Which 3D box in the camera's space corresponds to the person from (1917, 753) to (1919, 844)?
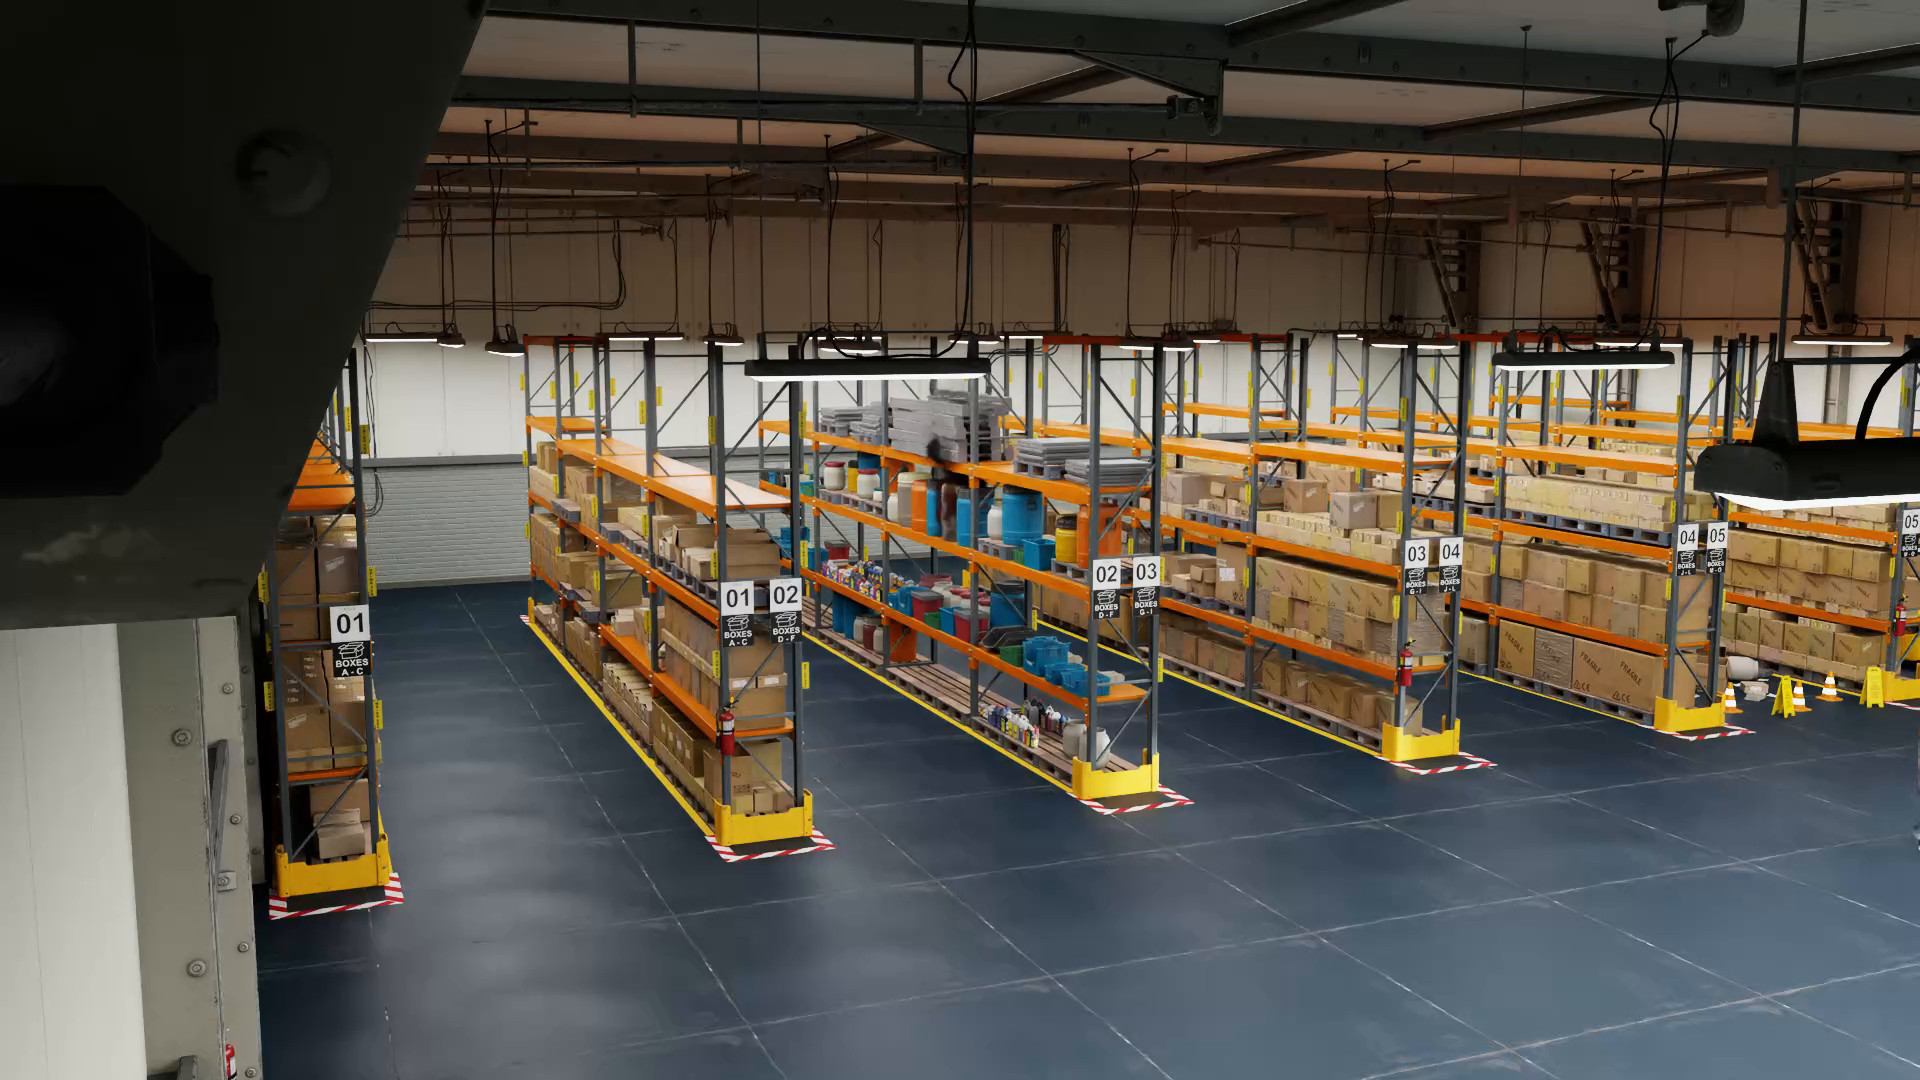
[{"bbox_3d":[11.710,2.933,19.726,0.555,1.559,0.519,1,8,4],"label":"person"}]
